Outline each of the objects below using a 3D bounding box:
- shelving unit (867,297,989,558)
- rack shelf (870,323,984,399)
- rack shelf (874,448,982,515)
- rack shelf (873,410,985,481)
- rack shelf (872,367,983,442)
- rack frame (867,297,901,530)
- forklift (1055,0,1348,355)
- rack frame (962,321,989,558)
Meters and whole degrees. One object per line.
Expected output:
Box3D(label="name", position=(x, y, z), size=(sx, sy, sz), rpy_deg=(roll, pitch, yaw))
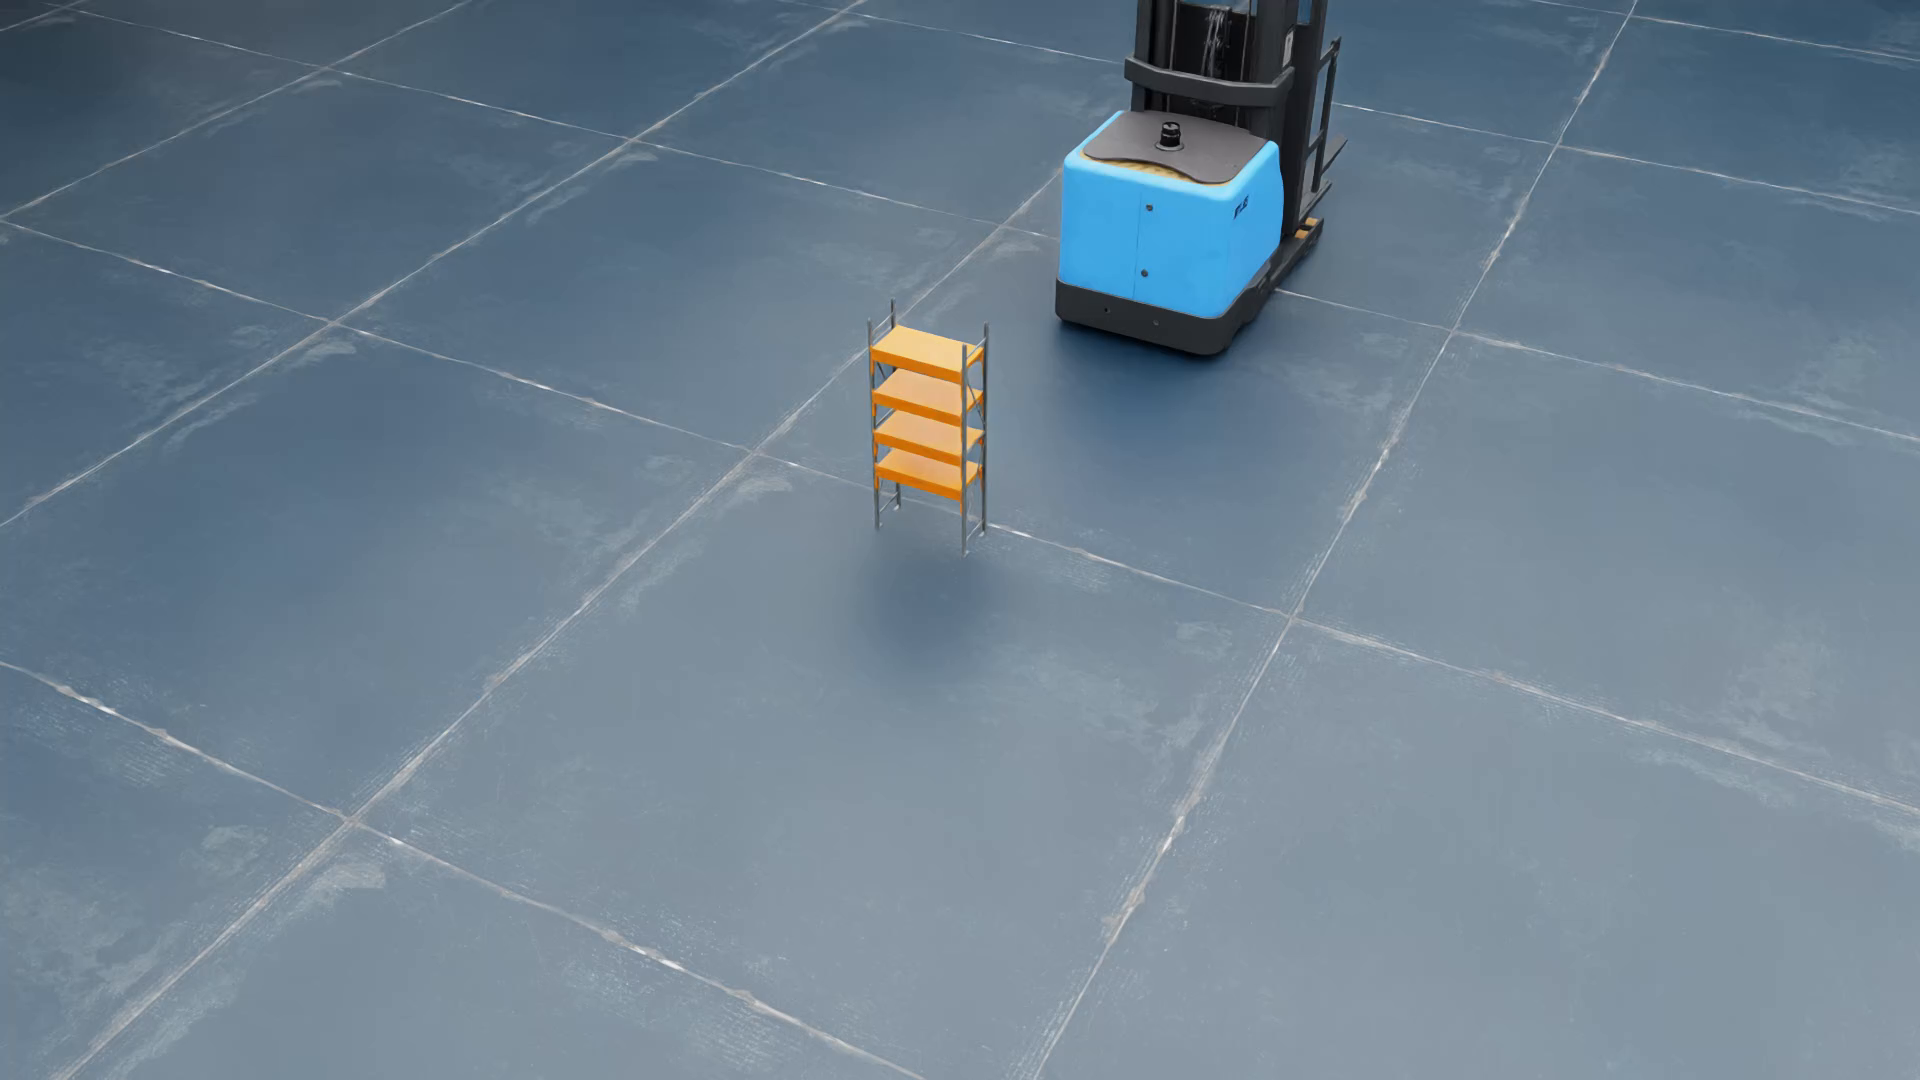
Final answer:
Box3D(label="shelving unit", position=(-0.147, -0.524, 7.968), size=(0.503, 1.200, 0.258), rpy_deg=(17, 41, 21))
Box3D(label="rack shelf", position=(-0.147, -0.837, 7.730), size=(0.480, 0.148, 0.258), rpy_deg=(17, 41, 21))
Box3D(label="rack shelf", position=(-0.147, -0.312, 8.128), size=(0.480, 0.148, 0.258), rpy_deg=(17, 41, 21))
Box3D(label="rack shelf", position=(-0.147, -0.470, 8.008), size=(0.480, 0.148, 0.258), rpy_deg=(17, 41, 21))
Box3D(label="rack shelf", position=(-0.147, -0.649, 7.873), size=(0.480, 0.148, 0.258), rpy_deg=(17, 41, 21))
Box3D(label="rack frame", position=(-0.364, -0.592, 8.057), size=(0.015, 1.200, 0.240), rpy_deg=(17, 41, 21))
Box3D(label="forklift", position=(1.705, -3.105, 9.936), size=(1.130, 2.935, 3.031), rpy_deg=(18, 41, 22))
Box3D(label="rack frame", position=(0.070, -0.456, 7.878), size=(0.015, 1.200, 0.240), rpy_deg=(17, 41, 21))
